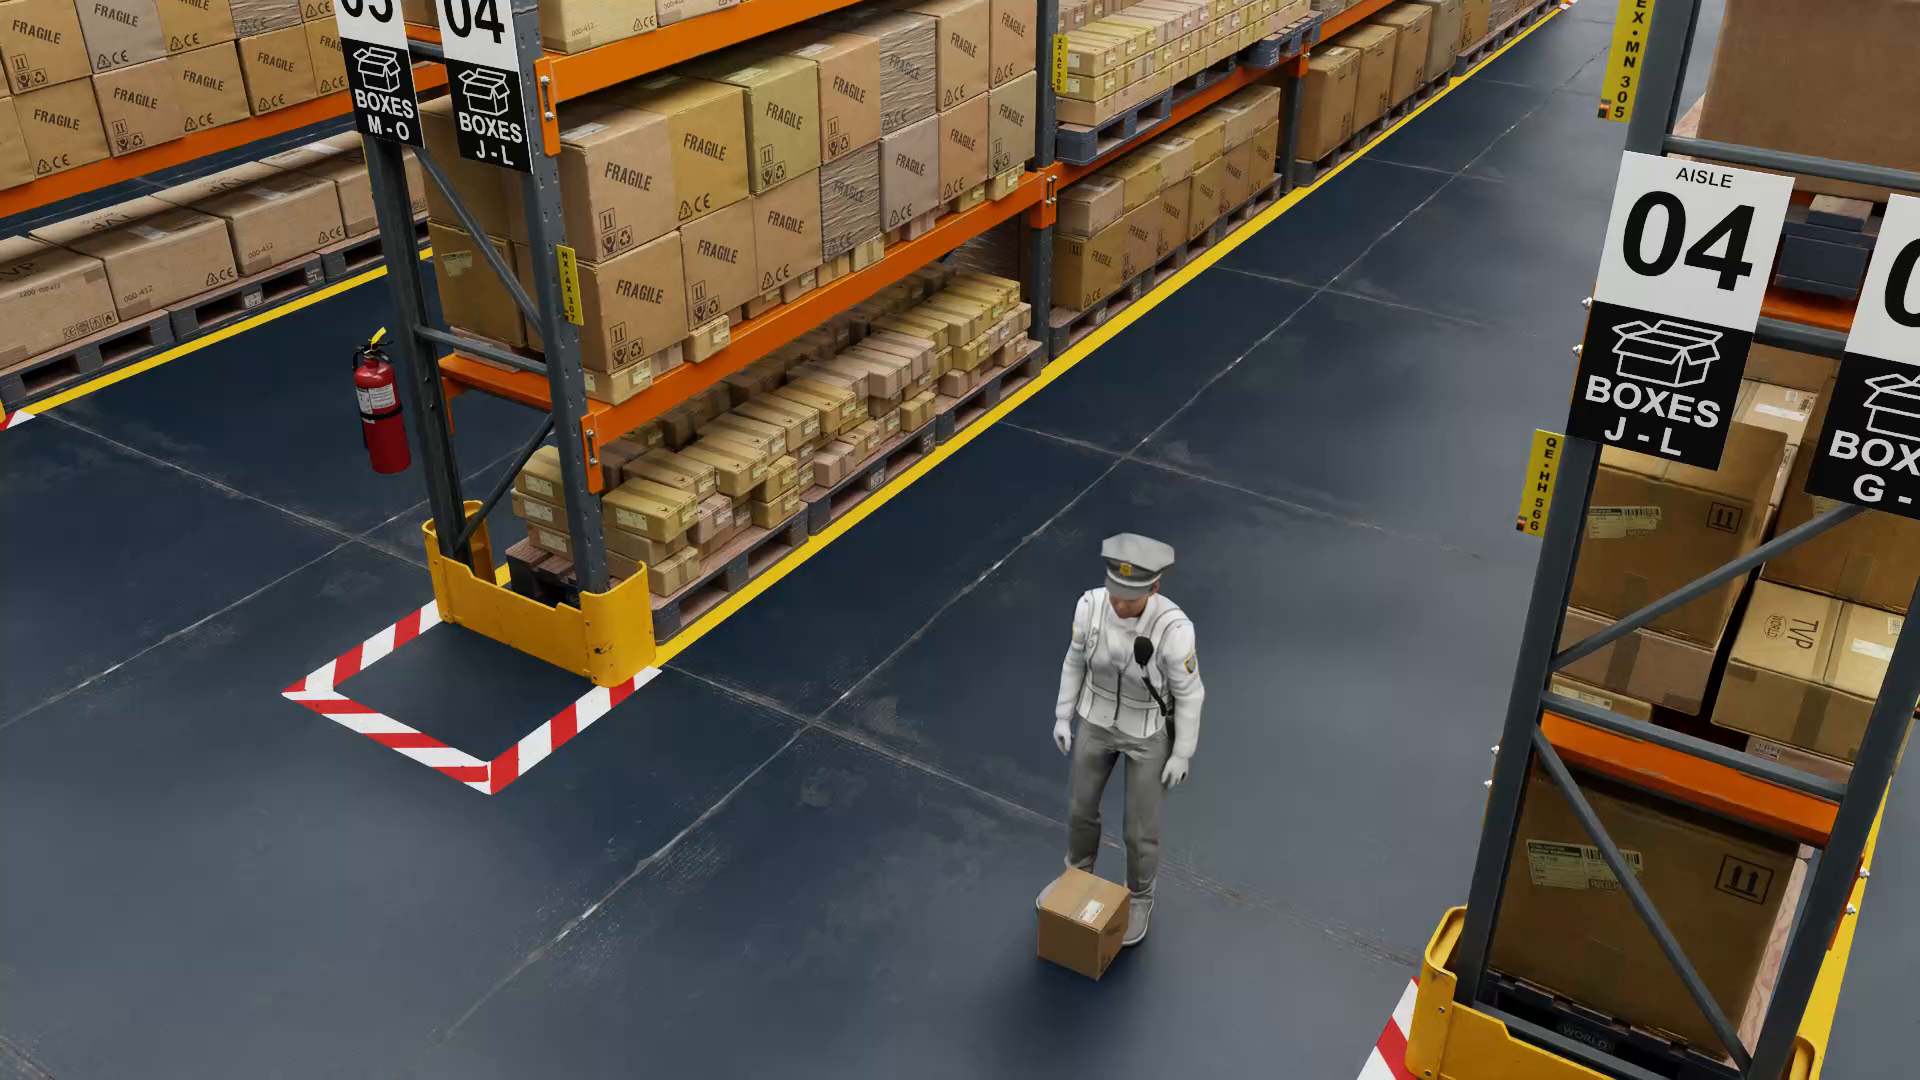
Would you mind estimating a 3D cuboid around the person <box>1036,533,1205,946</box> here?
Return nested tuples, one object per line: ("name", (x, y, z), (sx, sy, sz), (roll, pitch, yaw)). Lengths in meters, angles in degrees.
("person", (0.585, 0.699, 5.950), (0.543, 1.662, 0.376), (16, 34, 24))
